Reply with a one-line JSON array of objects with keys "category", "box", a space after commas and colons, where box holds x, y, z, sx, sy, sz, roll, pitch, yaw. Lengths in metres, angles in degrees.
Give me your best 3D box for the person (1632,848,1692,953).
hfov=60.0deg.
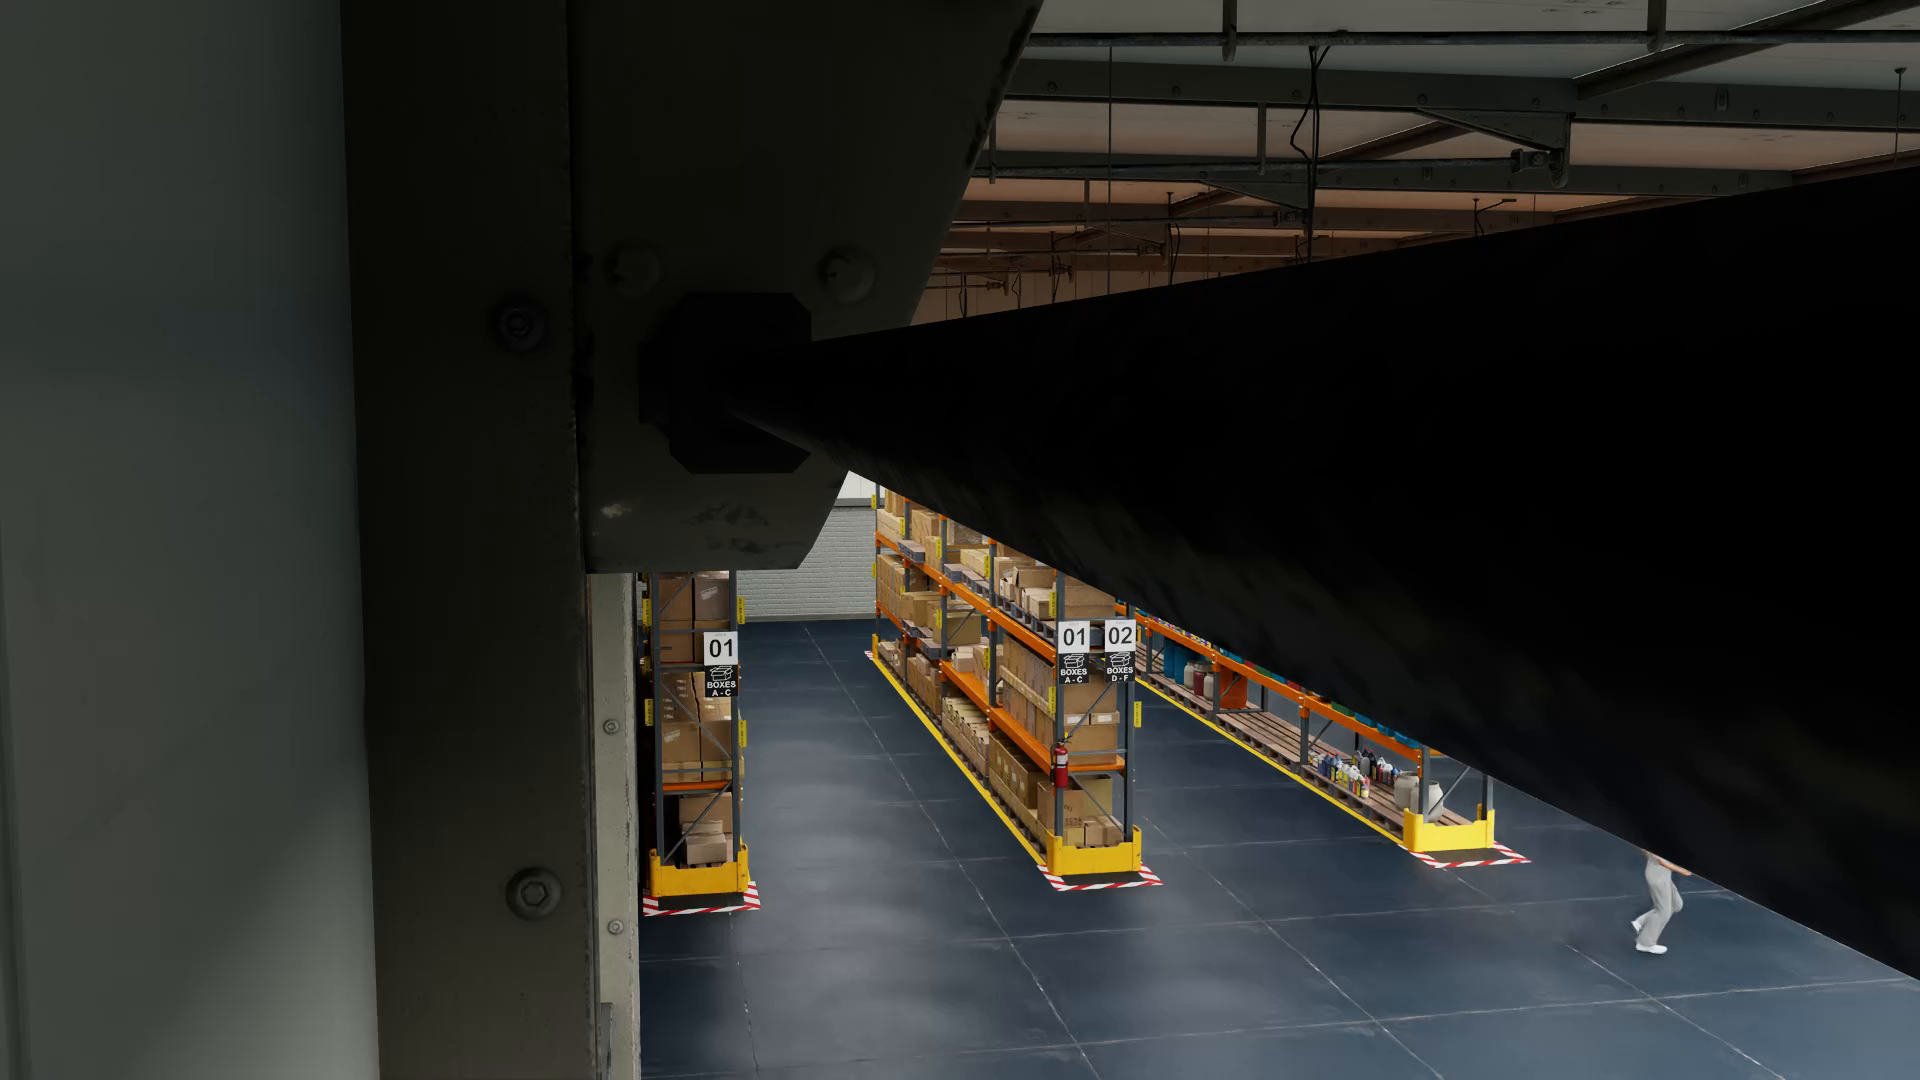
[{"category": "person", "box": [7.603, 3.669, 18.000, 0.549, 1.633, 0.578, 2, 6, 15]}]
